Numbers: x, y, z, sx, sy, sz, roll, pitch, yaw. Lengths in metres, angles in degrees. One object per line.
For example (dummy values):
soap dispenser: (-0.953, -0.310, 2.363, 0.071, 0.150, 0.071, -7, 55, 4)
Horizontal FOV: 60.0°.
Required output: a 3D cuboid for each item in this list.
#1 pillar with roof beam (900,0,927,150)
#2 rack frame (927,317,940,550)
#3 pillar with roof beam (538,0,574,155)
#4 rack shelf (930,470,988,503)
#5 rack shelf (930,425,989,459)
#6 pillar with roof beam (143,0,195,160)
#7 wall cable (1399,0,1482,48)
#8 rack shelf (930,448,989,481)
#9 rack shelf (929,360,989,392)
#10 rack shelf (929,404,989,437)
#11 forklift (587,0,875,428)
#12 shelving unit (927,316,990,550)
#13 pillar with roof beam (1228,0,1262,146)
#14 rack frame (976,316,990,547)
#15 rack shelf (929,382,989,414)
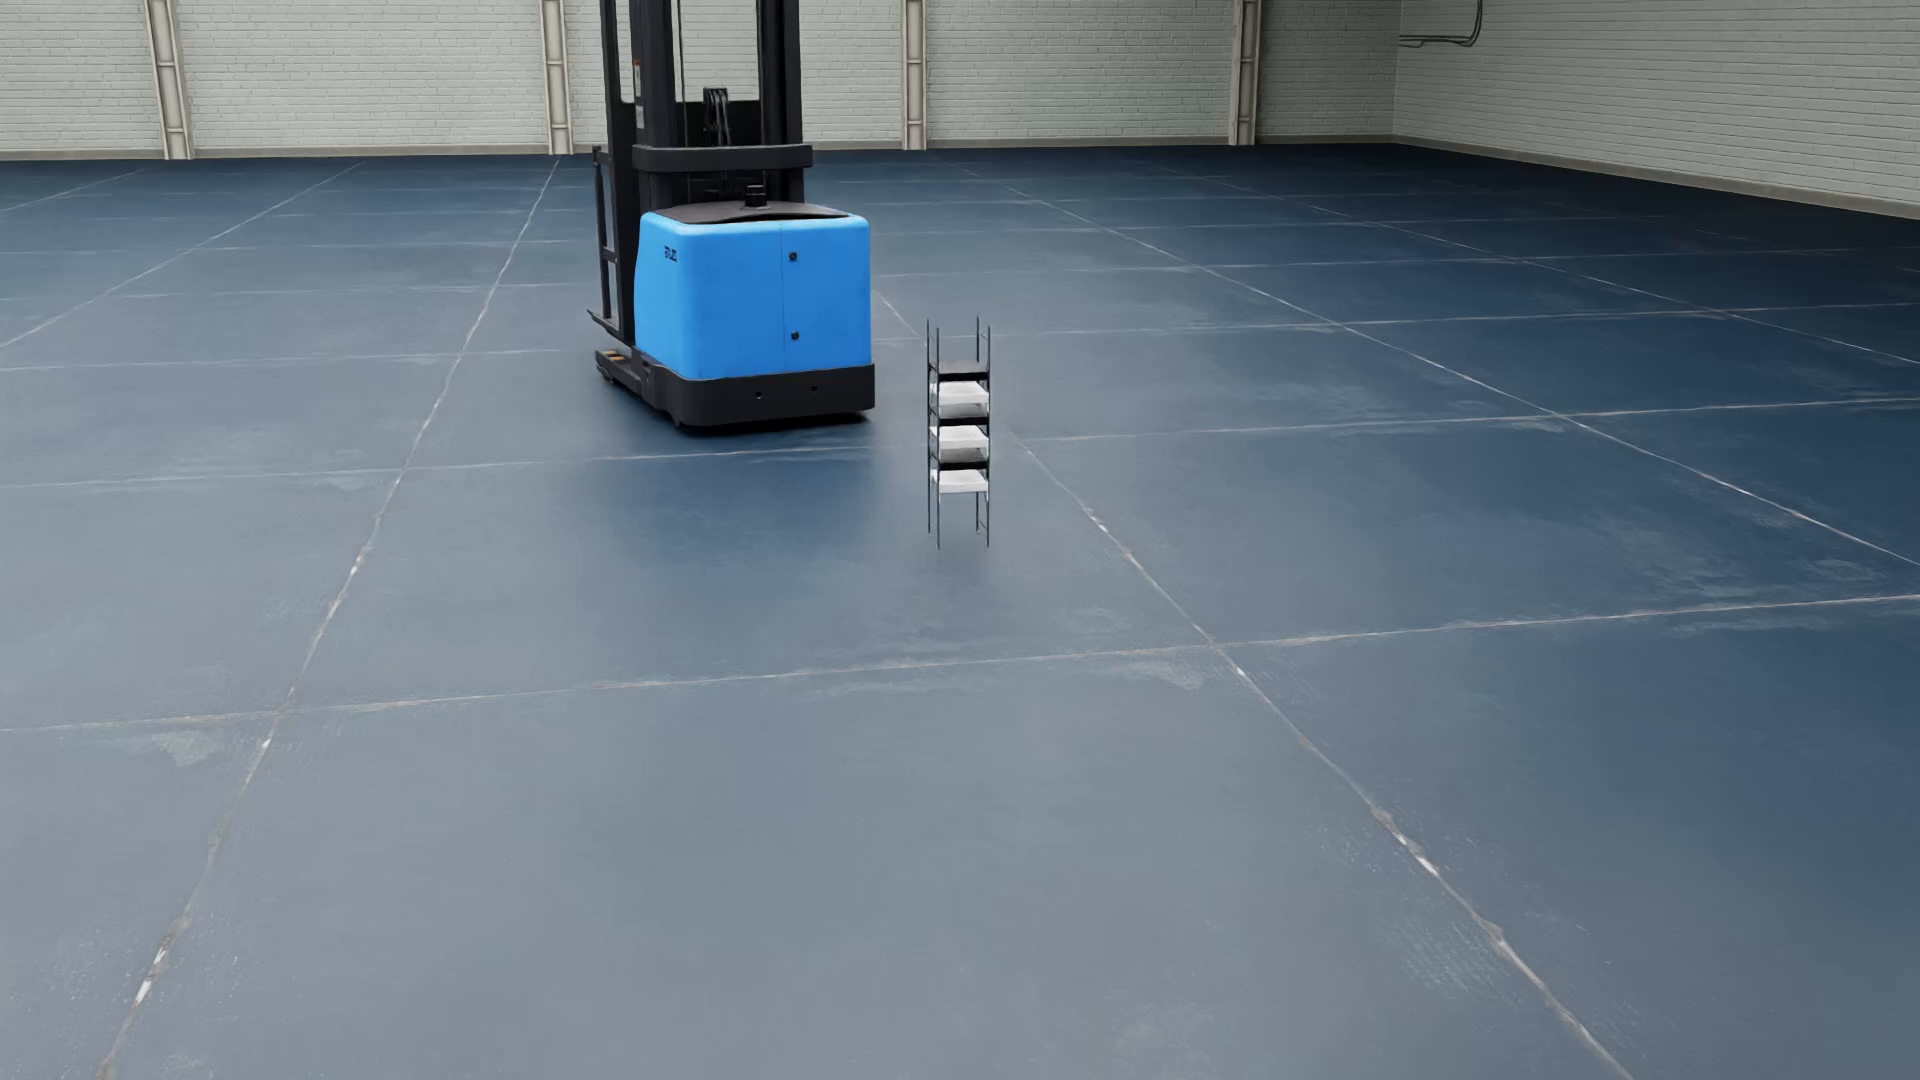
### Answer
pillar with roof beam: (0.015, -9.881, 23.655, 0.400, 9.000, 9.100, -3, 17, -10)
rack frame: (-0.108, -0.424, 6.660, 0.006, 0.900, 0.240, -3, 17, -10)
pillar with roof beam: (-5.876, -9.547, 22.567, 0.400, 9.000, 9.100, -3, 17, -10)
rack shelf: (-0.008, -0.226, 6.741, 0.200, 0.077, 0.258, -3, 17, -10)
rack shelf: (-0.008, -0.398, 6.688, 0.200, 0.077, 0.258, -3, 17, -10)
pillar with roof beam: (-11.767, -9.212, 21.479, 0.400, 9.000, 9.100, -3, 17, -10)
wall cable: (8.233, -9.755, 28.533, 0.112, 2.526, 3.097, -3, 17, -10)
rack shelf: (-0.008, -0.312, 6.714, 0.200, 0.077, 0.258, -3, 17, -10)
rack shelf: (-0.008, -0.656, 6.609, 0.200, 0.077, 0.258, -3, 17, -10)
rack shelf: (-0.008, -0.484, 6.662, 0.200, 0.077, 0.258, -3, 17, -10)
forklift: (-1.534, -2.367, 9.527, 1.130, 2.935, 3.031, -8, 19, -24)
shelving unit: (-0.008, -0.430, 6.678, 0.210, 0.900, 0.258, -3, 17, -10)
pillar with roof beam: (5.906, -10.215, 24.743, 0.400, 9.000, 9.100, -3, 17, -10)
rack frame: (0.092, -0.435, 6.697, 0.006, 0.900, 0.240, -3, 17, -10)
rack shelf: (-0.008, -0.570, 6.635, 0.200, 0.077, 0.258, -3, 17, -10)
